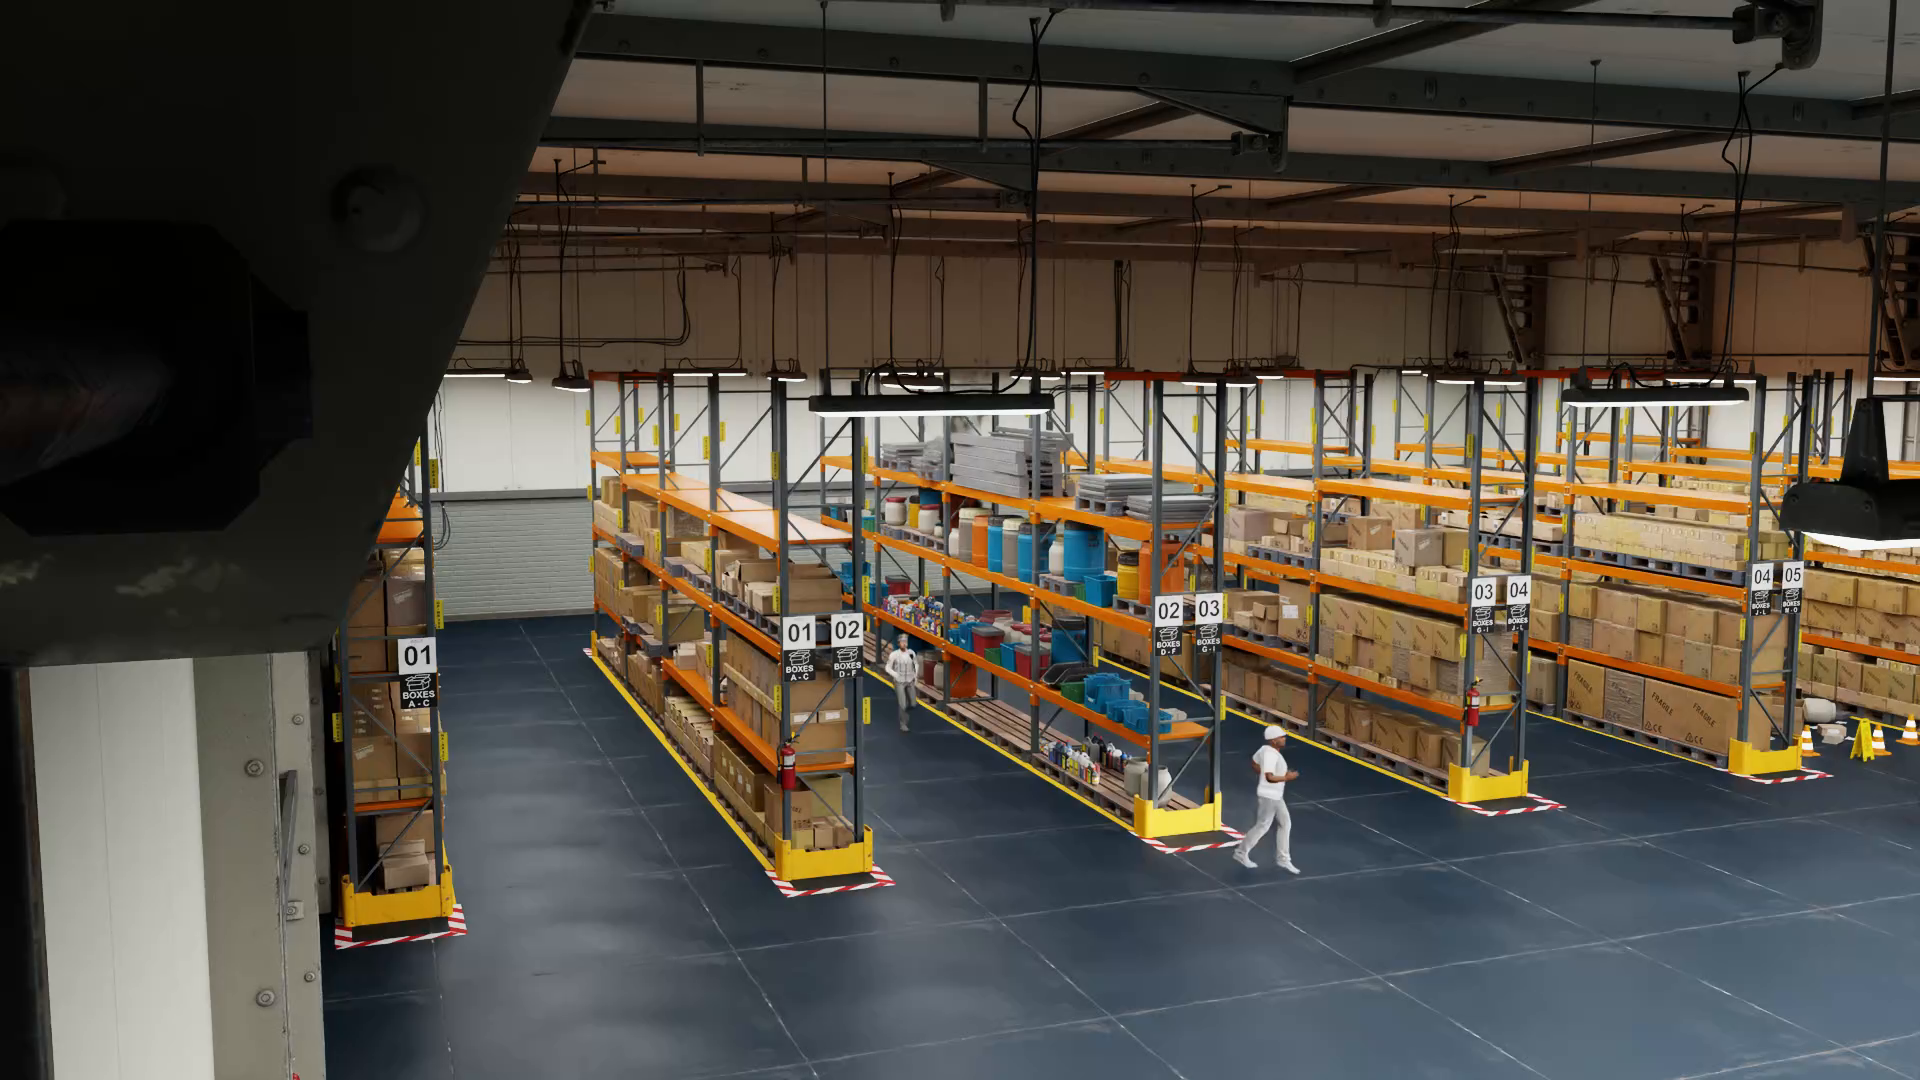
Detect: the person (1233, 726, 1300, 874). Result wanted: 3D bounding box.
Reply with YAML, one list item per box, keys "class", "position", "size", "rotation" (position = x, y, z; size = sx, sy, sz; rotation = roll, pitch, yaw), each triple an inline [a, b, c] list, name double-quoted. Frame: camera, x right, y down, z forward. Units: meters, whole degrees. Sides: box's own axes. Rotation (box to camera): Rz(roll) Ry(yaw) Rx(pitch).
- class: "person"
  position: [3.795, 3.181, 20.436]
  size: [0.809, 1.813, 0.700]
  rotation: [2, 7, 14]

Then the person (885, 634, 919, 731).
- class: "person"
  position: [-0.945, 2.388, 28.005]
  size: [0.612, 1.648, 0.551]
  rotation: [-2, 7, -21]
